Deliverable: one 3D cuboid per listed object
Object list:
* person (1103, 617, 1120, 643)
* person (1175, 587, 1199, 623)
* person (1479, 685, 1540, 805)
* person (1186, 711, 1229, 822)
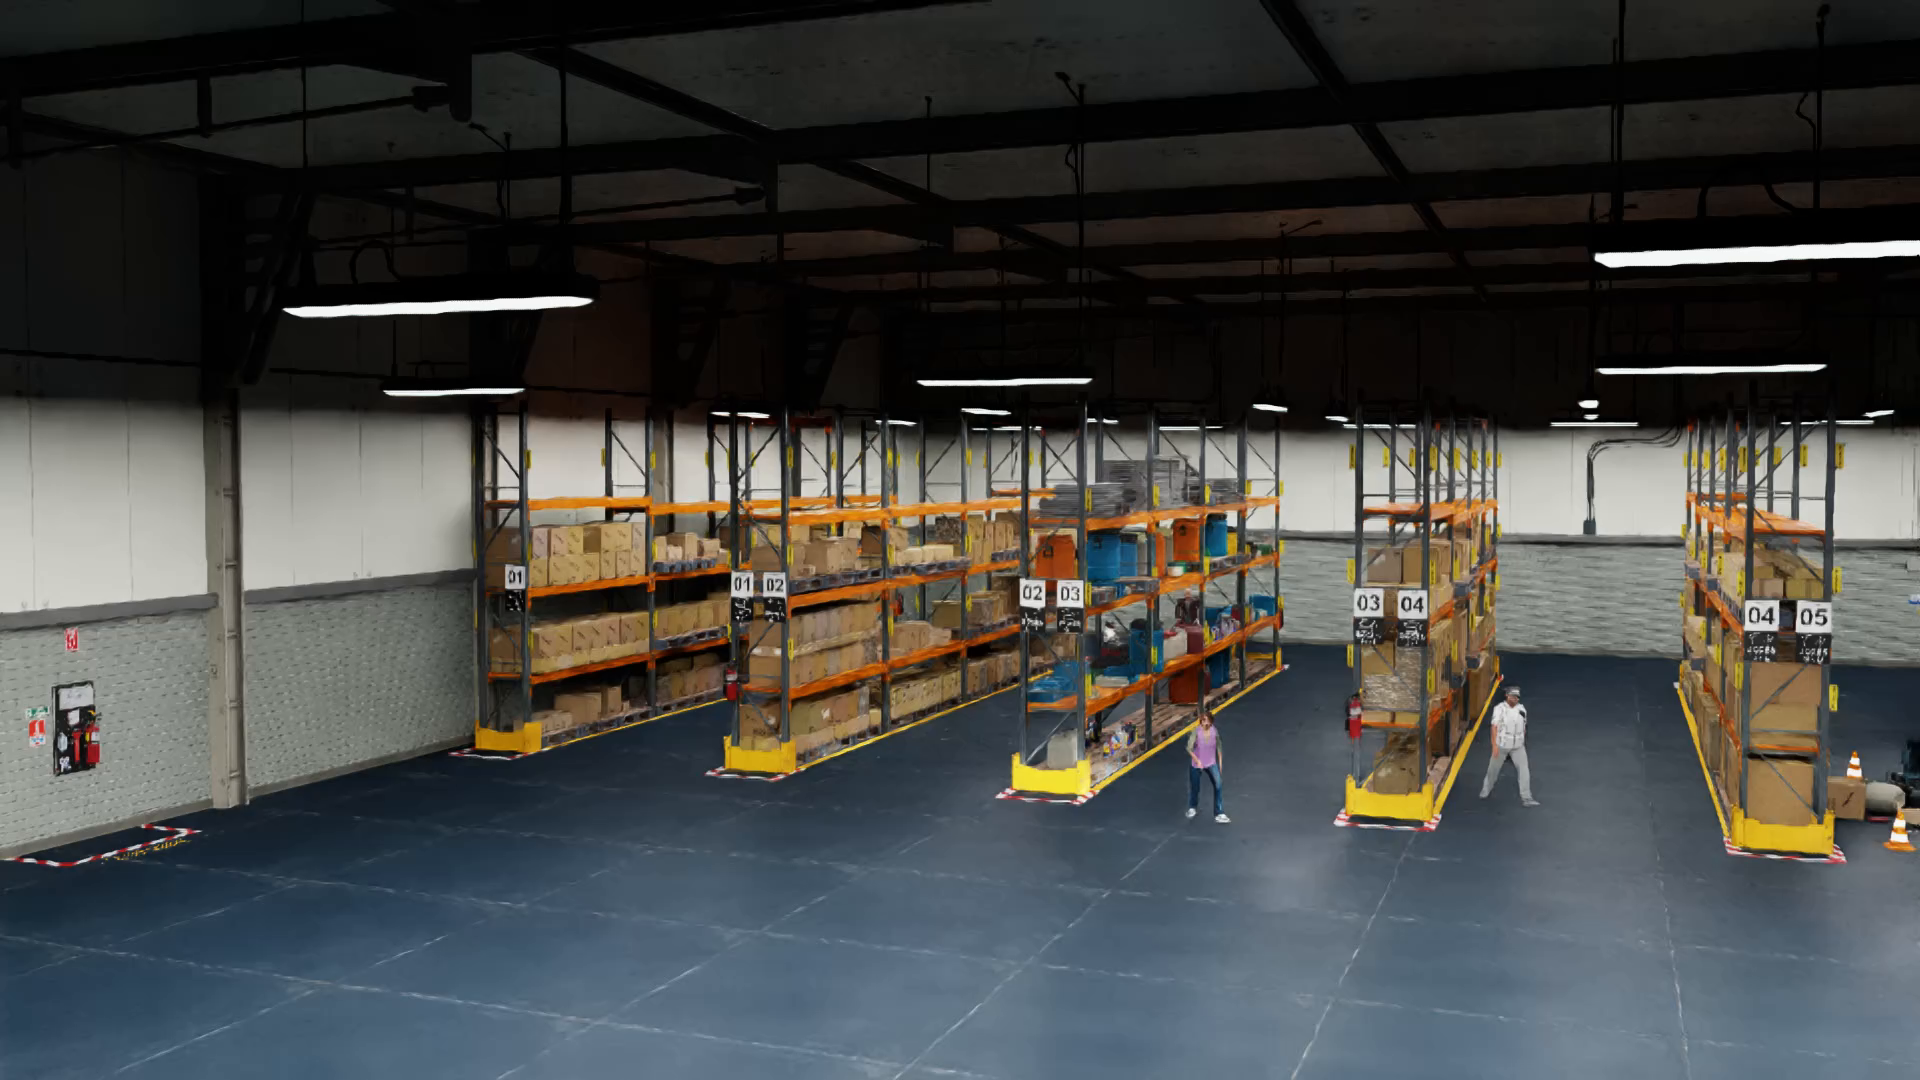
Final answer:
[{"bbox_3d":[3.163,2.464,35.139,0.441,1.659,0.539,0,3,-8],"label":"person"},{"bbox_3d":[5.863,2.069,42.612,0.728,1.733,0.546,1,3,19],"label":"person"},{"bbox_3d":[7.959,2.955,24.155,0.617,1.731,0.953,0,3,-5],"label":"person"},{"bbox_3d":[3.400,3.105,23.017,0.573,1.533,0.755,0,3,0],"label":"person"}]
